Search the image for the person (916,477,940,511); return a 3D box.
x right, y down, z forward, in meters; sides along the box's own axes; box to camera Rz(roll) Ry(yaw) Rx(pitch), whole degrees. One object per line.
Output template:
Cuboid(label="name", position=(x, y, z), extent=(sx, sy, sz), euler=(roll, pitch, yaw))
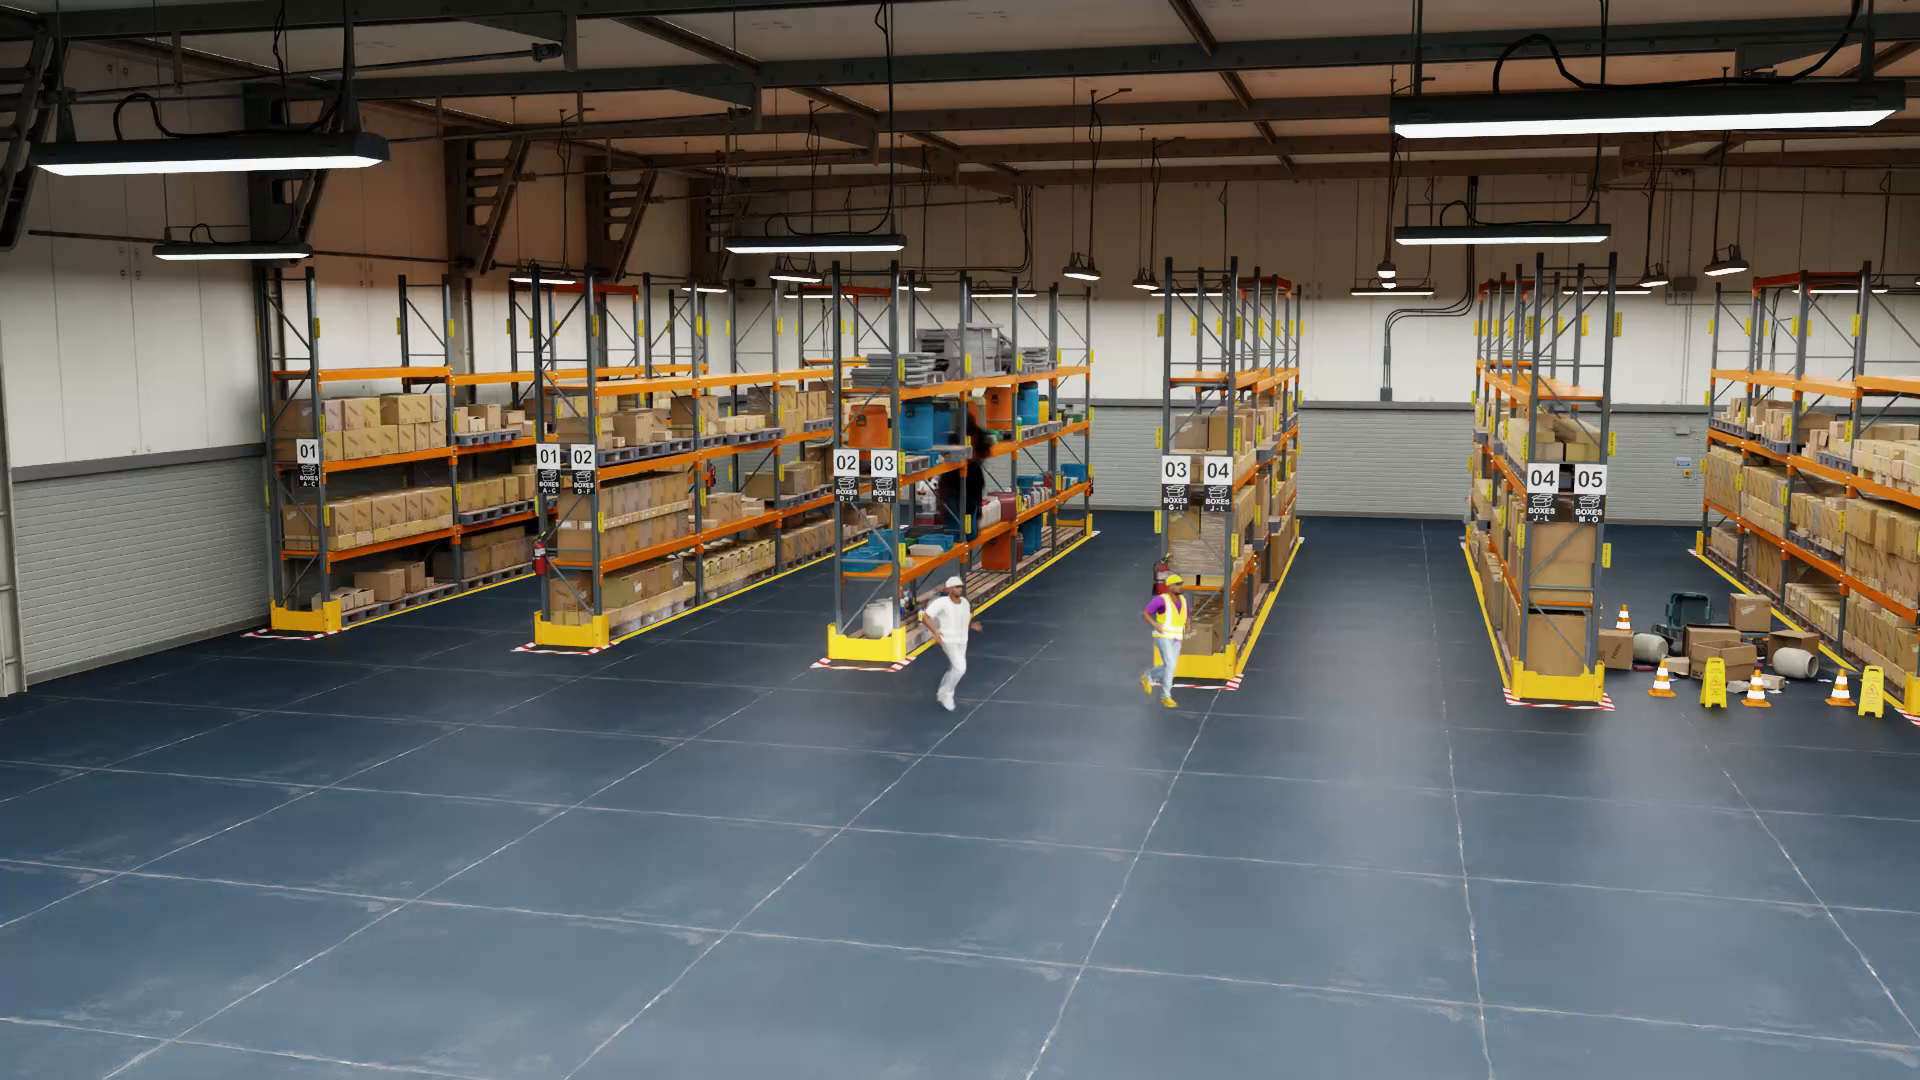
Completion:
Cuboid(label="person", position=(-0.760, -0.827, 39.419), extent=(0.554, 1.750, 0.808), euler=(0, 7, 1))

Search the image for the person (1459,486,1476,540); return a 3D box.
Cuboid(label="person", position=(12.285, -0.809, 39.322), extent=(0.716, 1.683, 0.832), euler=(0, 7, 1))

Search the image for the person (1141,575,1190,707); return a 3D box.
Cuboid(label="person", position=(2.805, 1.324, 22.445), extent=(0.748, 1.732, 0.787), euler=(-5, 9, -32))

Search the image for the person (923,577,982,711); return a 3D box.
Cuboid(label="person", position=(-0.064, 1.365, 21.932), extent=(0.700, 1.770, 0.673), euler=(7, 10, 43))
